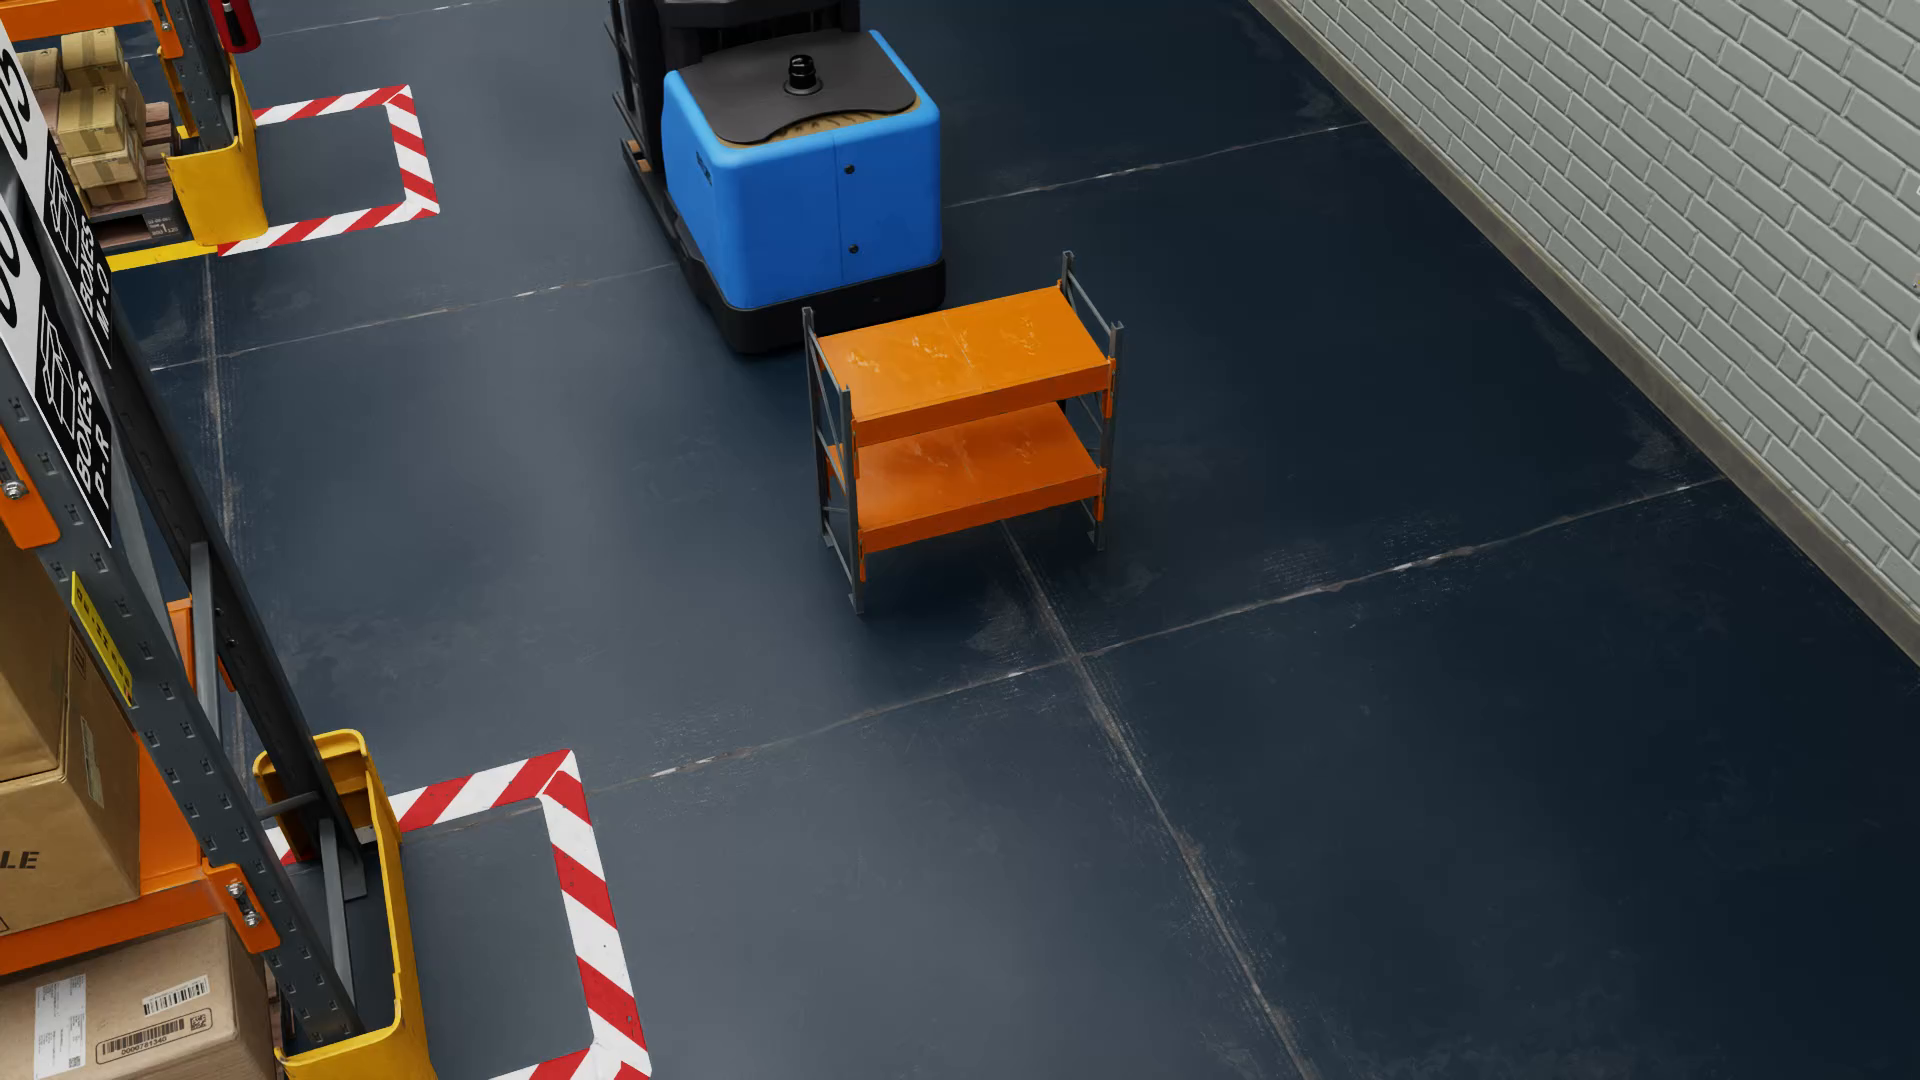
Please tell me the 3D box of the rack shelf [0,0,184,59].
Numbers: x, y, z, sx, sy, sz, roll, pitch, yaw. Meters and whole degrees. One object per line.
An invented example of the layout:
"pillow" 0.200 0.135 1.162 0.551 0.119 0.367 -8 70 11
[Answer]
"rack shelf" -5.602 -2.204 7.337 4.000 0.370 1.077 -14 47 -14

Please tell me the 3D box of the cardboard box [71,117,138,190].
"cardboard box" -4.120 -1.869 8.001 0.250 0.149 0.380 -16 47 -15

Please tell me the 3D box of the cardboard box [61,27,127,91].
"cardboard box" -4.329 -2.391 8.312 0.250 0.149 0.380 -16 47 -16

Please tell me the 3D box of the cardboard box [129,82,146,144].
"cardboard box" -4.322 -2.168 8.509 0.250 0.149 0.380 -13 47 -13

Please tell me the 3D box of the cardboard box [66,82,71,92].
"cardboard box" -4.577 -2.203 8.334 0.250 0.149 0.380 -15 47 -14

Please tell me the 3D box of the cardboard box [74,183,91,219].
"cardboard box" -4.352 -1.686 8.029 0.250 0.149 0.380 -13 47 -13

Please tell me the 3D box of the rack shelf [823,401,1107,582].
"rack shelf" 0.006 -0.226 6.526 1.000 0.278 0.538 -14 47 -14

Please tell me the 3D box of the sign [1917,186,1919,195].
"sign" 3.392 -1.179 5.617 0.001 0.218 0.327 -14 47 -14

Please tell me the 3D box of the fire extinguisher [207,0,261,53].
"fire extinguisher" -3.327 -2.533 7.475 0.183 0.674 0.296 -14 47 -14

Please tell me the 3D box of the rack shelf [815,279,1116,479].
"rack shelf" 0.006 -0.605 6.146 1.000 0.278 0.538 -14 47 -14

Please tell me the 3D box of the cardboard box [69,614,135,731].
"cardboard box" -2.494 0.223 4.339 0.500 0.500 0.500 -15 47 -14

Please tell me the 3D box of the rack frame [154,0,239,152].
"rack frame" -3.721 -2.939 7.562 0.127 3.000 1.000 -14 47 -14

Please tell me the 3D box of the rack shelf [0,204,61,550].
"rack shelf" -3.826 0.010 3.012 4.000 0.370 1.077 -14 47 -14

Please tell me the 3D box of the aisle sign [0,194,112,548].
"aisle sign" -1.772 -0.394 3.190 0.004 0.787 0.394 -14 47 -14

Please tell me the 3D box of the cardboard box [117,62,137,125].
"cardboard box" -4.301 -2.231 8.362 0.250 0.149 0.380 -13 46 -12

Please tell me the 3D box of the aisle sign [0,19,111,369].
"aisle sign" -1.976 -0.794 3.588 0.004 0.787 0.394 -14 47 -14

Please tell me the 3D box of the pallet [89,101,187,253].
"pallet" -4.568 -1.765 8.360 1.213 0.211 1.003 -14 47 -14

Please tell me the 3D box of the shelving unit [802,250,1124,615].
"shelving unit" 0.006 -0.399 6.353 1.048 1.125 0.538 -14 47 -14

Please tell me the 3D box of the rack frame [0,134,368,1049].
"rack frame" -1.945 0.334 4.299 0.127 3.000 1.000 -14 47 -14

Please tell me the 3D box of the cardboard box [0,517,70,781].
"cardboard box" -2.317 0.221 3.636 0.500 0.500 0.500 -13 47 -13

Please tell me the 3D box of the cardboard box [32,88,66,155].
"cardboard box" -4.388 -1.973 7.895 0.250 0.149 0.380 -13 47 -13

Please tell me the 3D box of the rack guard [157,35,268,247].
"rack guard" -3.792 -2.038 8.429 0.348 0.500 1.175 -14 47 -14

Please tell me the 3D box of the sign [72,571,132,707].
"sign" -1.774 0.207 3.441 0.005 0.325 0.100 -14 47 -14

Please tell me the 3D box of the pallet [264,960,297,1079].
"pallet" -2.670 1.563 5.043 1.213 0.211 1.003 -14 47 -14

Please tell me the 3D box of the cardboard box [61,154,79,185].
"cardboard box" -4.384 -1.842 7.974 0.250 0.149 0.380 -15 47 -15

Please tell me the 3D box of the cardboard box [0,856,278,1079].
"cardboard box" -2.532 1.316 4.833 0.875 0.438 0.875 -16 47 -15

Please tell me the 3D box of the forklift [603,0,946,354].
"forklift" -1.107 -2.931 7.602 1.130 2.935 3.031 -17 47 -16

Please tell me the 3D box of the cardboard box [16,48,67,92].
"cardboard box" -4.547 -2.245 8.166 0.250 0.149 0.380 -14 47 -13

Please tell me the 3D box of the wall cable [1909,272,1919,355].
"wall cable" 3.351 -1.407 5.295 0.123 1.953 0.585 -14 47 -14

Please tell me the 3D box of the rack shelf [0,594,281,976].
"rack shelf" -3.826 1.069 4.074 4.000 0.370 1.077 -14 47 -14

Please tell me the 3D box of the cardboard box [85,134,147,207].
"cardboard box" -4.145 -1.815 8.158 0.250 0.149 0.380 -14 47 -13

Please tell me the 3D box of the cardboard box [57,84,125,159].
"cardboard box" -4.132 -1.995 7.917 0.250 0.149 0.380 -14 47 -13

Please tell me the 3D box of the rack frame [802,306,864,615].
"rack frame" -0.472 -0.276 6.231 0.032 1.125 0.500 -14 47 -14

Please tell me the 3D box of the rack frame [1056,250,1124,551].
"rack frame" 0.484 -0.521 6.475 0.032 1.125 0.500 -14 47 -14

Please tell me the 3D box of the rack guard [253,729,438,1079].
"rack guard" -1.922 1.211 5.190 0.348 0.500 1.175 -14 47 -14

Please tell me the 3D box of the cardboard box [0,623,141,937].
"cardboard box" -2.309 0.591 3.972 0.500 0.500 0.500 -14 47 -14
